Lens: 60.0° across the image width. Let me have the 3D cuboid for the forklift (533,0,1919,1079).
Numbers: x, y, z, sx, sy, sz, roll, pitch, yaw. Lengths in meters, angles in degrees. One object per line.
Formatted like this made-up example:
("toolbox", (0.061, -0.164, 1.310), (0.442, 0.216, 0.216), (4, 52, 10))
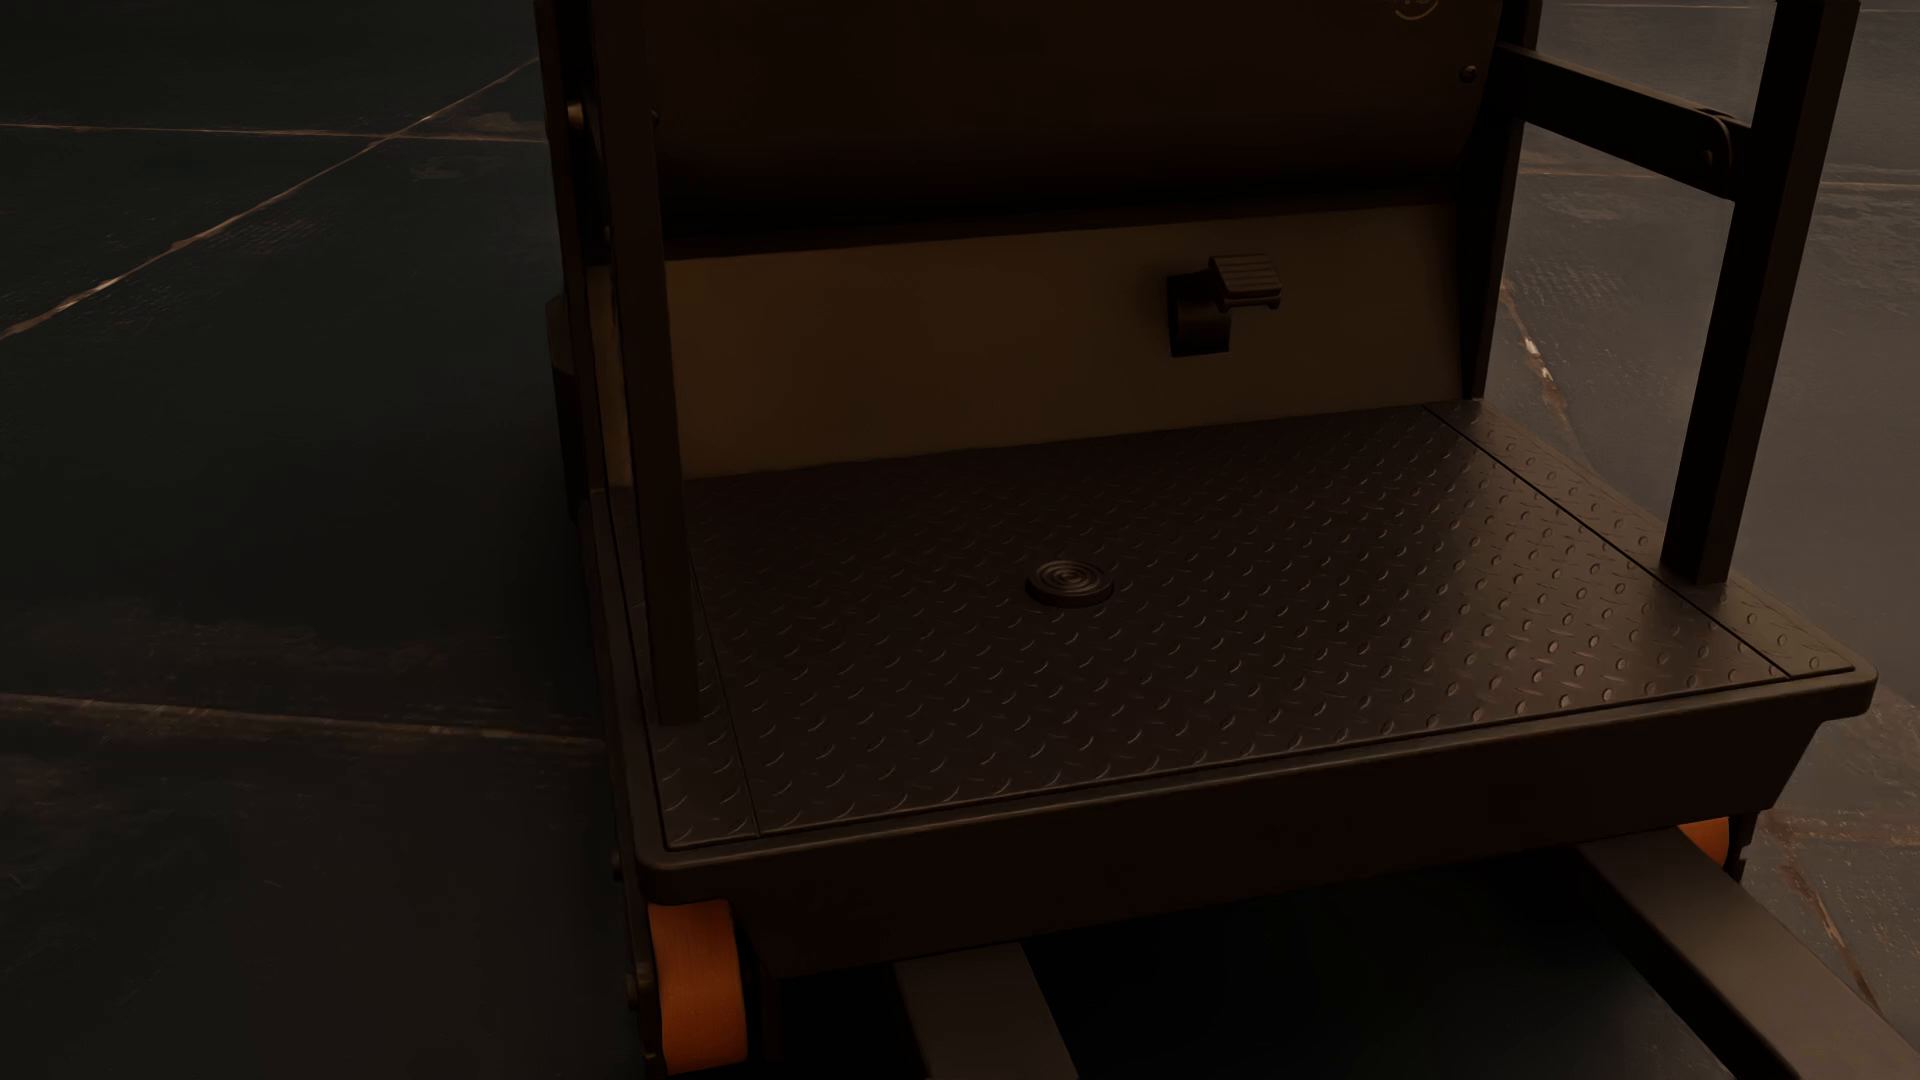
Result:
("forklift", (0.172, -1.016, 1.254), (1.130, 2.935, 3.031), (-7, 27, -13))
